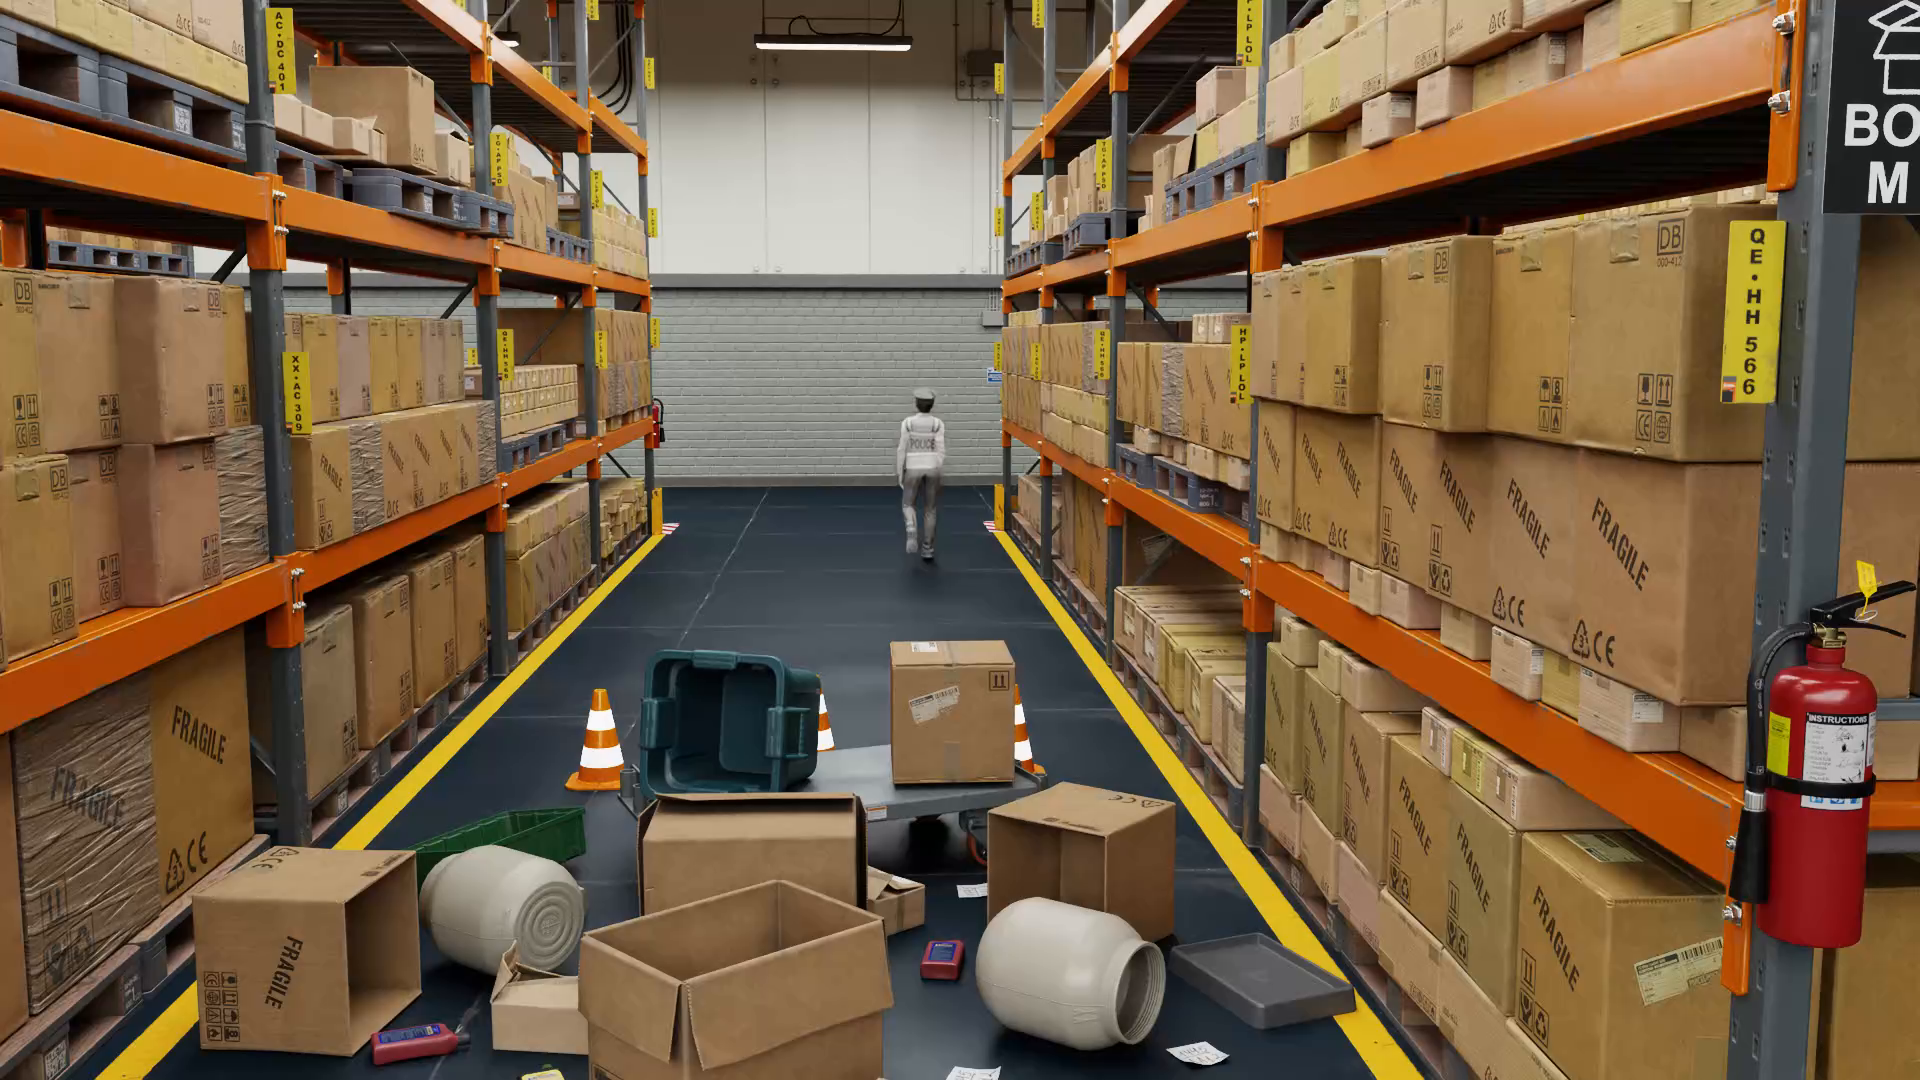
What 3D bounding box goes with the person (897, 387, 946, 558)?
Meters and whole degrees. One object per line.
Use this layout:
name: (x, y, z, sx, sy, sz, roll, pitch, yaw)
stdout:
person: (-0.376, -0.644, 16.241, 0.483, 1.679, 0.543, 0, 7, -2)
